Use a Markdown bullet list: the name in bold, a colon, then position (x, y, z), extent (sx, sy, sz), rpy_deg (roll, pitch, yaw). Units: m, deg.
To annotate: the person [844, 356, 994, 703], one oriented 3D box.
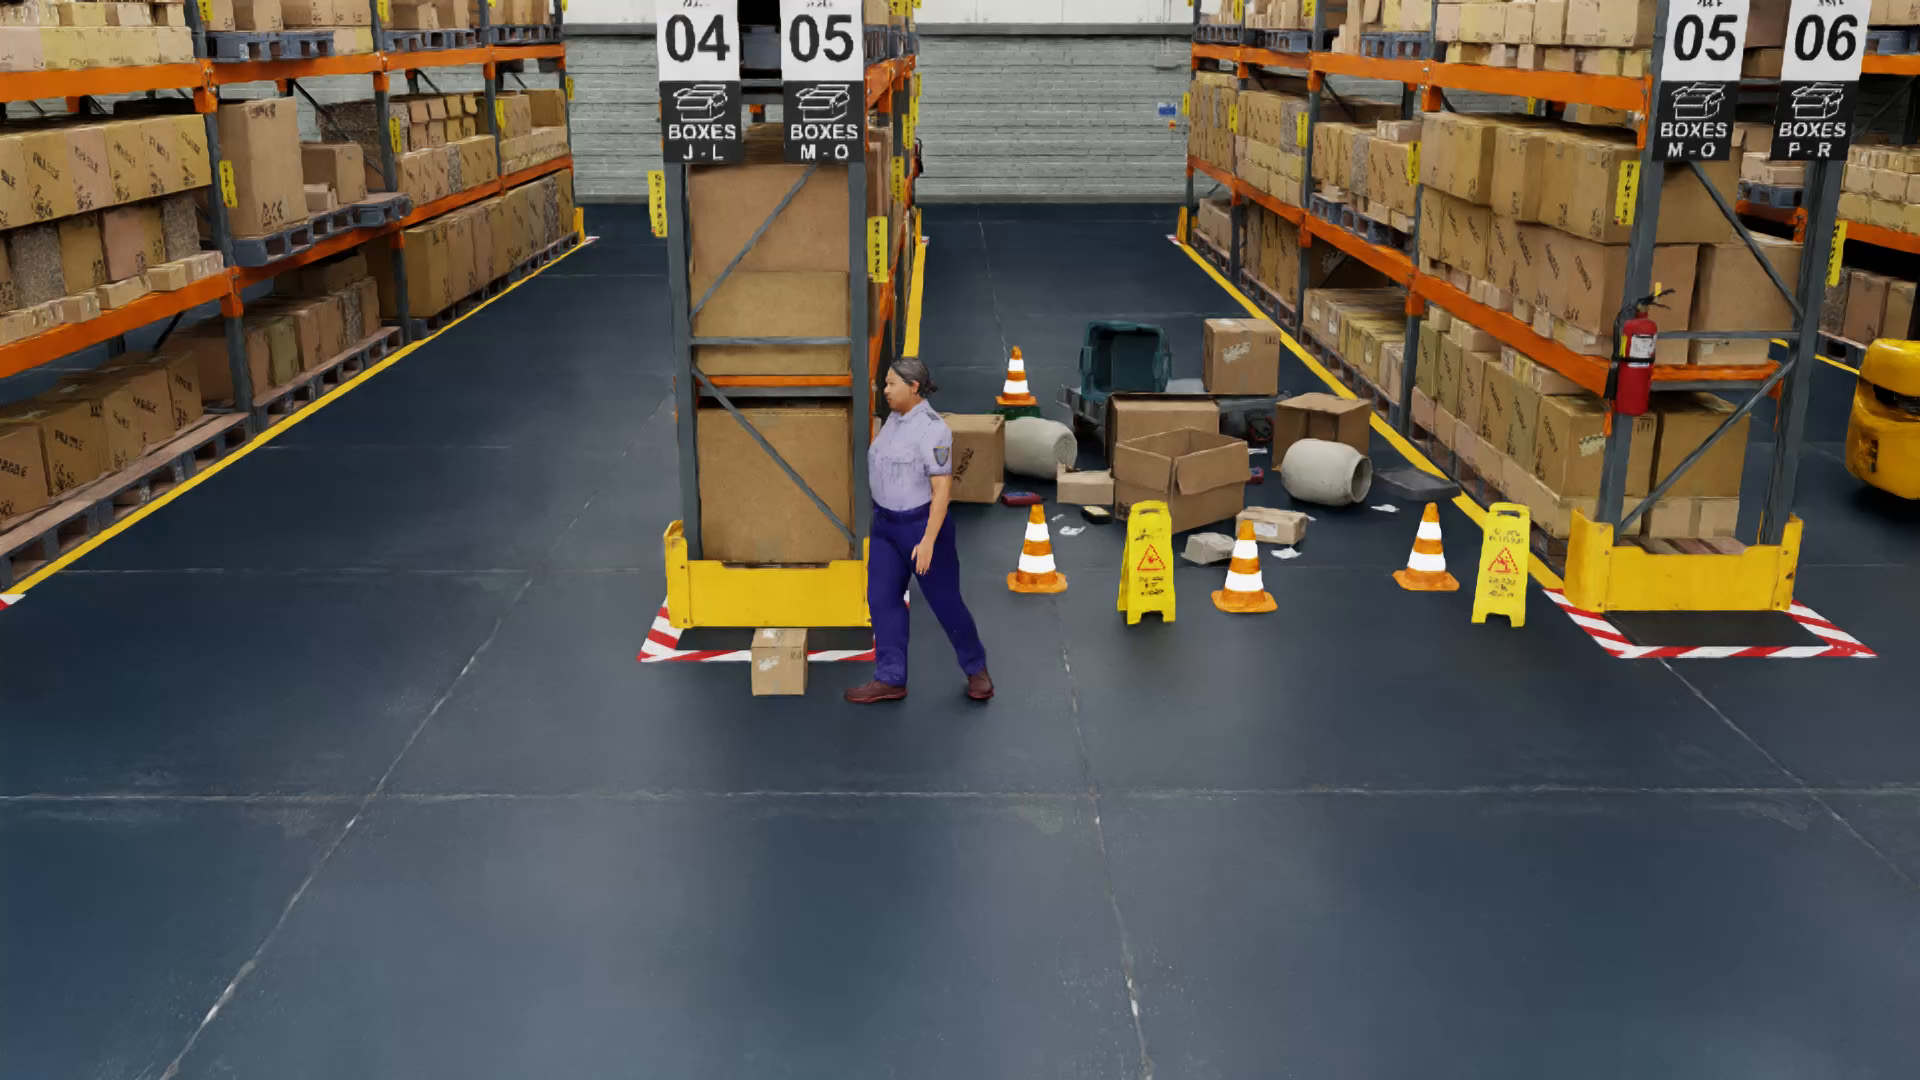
- **person**: position (-0.200, -0.044, 7.725), extent (0.657, 1.636, 0.624), rpy_deg (-13, 21, -35)
